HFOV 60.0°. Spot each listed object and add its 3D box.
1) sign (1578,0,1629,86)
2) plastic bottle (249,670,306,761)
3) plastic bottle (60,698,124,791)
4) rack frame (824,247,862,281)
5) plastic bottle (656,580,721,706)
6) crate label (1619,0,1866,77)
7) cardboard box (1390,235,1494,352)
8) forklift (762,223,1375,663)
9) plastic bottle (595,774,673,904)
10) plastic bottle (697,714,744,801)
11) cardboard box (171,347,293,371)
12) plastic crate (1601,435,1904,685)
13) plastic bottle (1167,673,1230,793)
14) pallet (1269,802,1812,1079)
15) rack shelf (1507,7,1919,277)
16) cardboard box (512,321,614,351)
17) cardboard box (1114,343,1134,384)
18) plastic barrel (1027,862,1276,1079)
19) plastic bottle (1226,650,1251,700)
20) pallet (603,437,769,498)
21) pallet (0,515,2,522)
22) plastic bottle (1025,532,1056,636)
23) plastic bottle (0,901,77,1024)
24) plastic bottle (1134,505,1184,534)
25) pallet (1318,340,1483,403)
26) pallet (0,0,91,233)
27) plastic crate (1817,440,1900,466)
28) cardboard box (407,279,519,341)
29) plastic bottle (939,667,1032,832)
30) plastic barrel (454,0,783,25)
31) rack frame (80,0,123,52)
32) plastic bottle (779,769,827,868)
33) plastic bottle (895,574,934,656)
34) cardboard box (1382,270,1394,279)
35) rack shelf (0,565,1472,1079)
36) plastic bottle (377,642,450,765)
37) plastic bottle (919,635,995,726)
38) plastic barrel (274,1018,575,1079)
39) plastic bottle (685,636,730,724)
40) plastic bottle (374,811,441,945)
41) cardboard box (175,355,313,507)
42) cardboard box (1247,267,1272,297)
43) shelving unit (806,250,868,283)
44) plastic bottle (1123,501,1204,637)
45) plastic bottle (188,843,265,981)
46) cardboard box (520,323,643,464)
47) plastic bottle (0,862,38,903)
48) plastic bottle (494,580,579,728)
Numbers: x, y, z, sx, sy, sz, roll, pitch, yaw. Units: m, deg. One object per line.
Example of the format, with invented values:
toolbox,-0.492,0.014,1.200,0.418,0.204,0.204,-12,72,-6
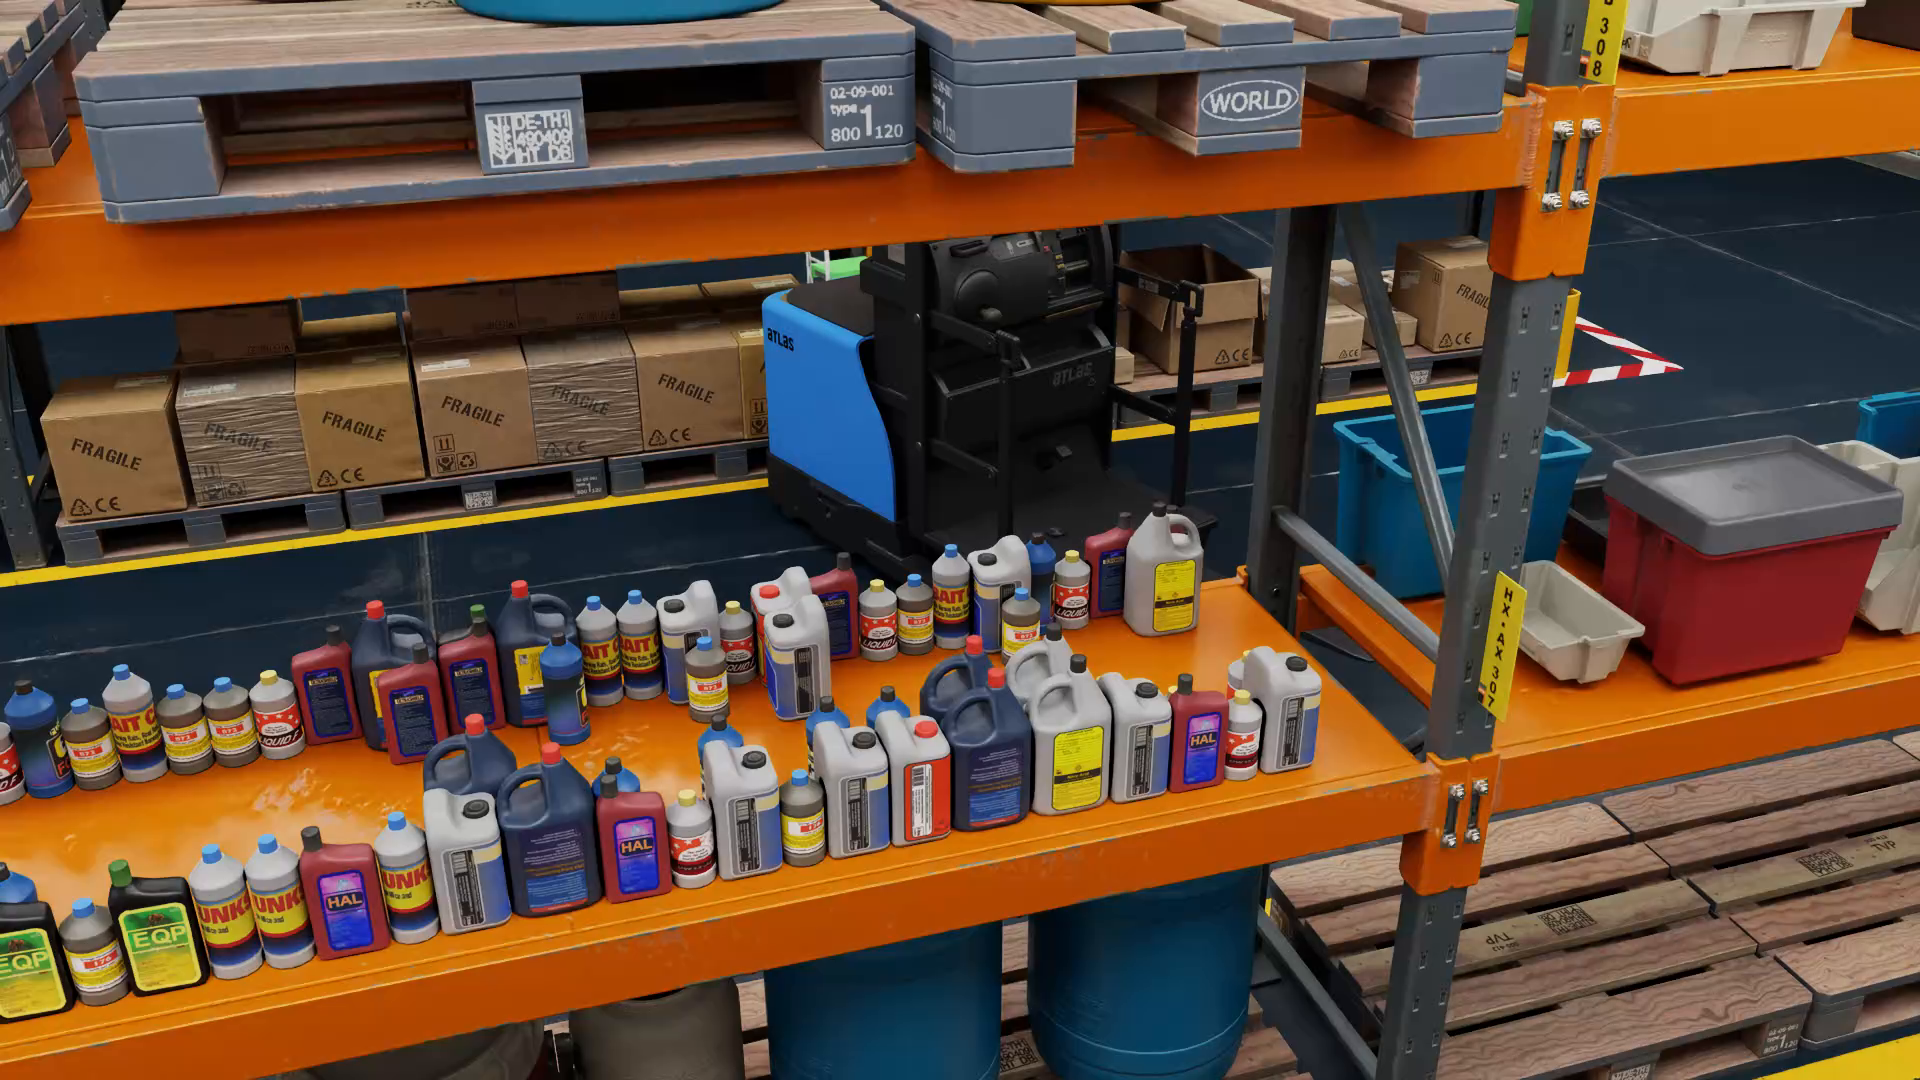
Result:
sign,1.171,-0.991,2.990,0.005,0.325,0.100,-8,28,-16
plastic bottle,-1.566,0.393,3.808,0.097,0.201,0.097,0,26,0
plastic bottle,-1.936,0.447,3.700,0.097,0.201,0.097,0,26,0
rack frame,-0.528,-1.971,8.348,0.127,3.000,1.000,-8,28,-16
plastic bottle,-0.657,0.241,4.030,0.135,0.276,0.152,-8,28,-16
crate label,1.557,-1.047,3.409,0.466,0.136,0.293,-8,28,-16
cardboard box,2.835,-1.421,9.554,0.500,0.500,0.500,-8,28,-16
forklift,0.396,-1.096,6.661,1.130,2.935,3.031,-20,33,-34
plastic bottle,-0.653,0.588,3.323,0.133,0.283,0.061,-8,28,-16
plastic bottle,-0.504,0.492,3.530,0.097,0.271,0.097,0,26,0
cardboard box,-3.515,-0.726,8.155,0.500,0.500,0.500,-7,27,-14
plastic crate,1.929,0.051,4.134,0.583,0.464,0.402,-8,28,-16
plastic bottle,0.522,0.418,3.666,0.133,0.283,0.061,-8,28,-16
pallet,1.690,1.255,4.985,1.213,0.211,1.003,-8,28,-16
rack shelf,2.904,-1.173,4.176,4.000,0.370,1.077,-8,28,-16
cardboard box,-2.044,-0.941,8.589,0.500,0.500,0.500,-8,27,-15
cardboard box,0.758,-0.989,9.060,0.250,0.166,0.380,-8,28,-16
plastic barrel,0.480,0.943,4.365,0.708,0.901,0.600,-8,28,-16
plastic bottle,0.672,0.353,3.888,0.097,0.201,0.097,0,26,0
pallet,-1.290,-0.594,8.710,1.213,0.211,1.003,-8,28,-16
pallet,-5.126,-0.075,7.663,1.213,0.211,1.003,-8,28,-16
plastic bottle,0.198,0.107,4.307,0.097,0.271,0.097,0,26,0
plastic bottle,-1.708,0.741,3.016,0.133,0.283,0.061,-8,28,-16
plastic bottle,0.522,0.046,4.415,0.133,0.283,0.061,-8,28,-16
pallet,2.446,-1.152,9.834,1.213,0.211,1.003,-8,28,-16
pallet,-2.043,-0.649,2.522,1.213,0.211,1.003,-8,28,-16
plastic crate,2.565,-0.152,4.912,0.466,0.136,0.293,-8,28,-16
cardboard box,-2.491,-1.214,8.295,0.500,0.250,0.500,-9,28,-17
plastic bottle,0.054,0.436,3.554,0.185,0.351,0.144,-8,28,-16
plastic barrel,-0.573,-1.333,2.652,0.708,0.901,0.600,-8,28,-16
rack frame,-5.869,-3.514,11.456,0.127,3.000,1.000,-8,28,-16
plastic bottle,-0.329,0.569,3.453,0.097,0.201,0.097,0,26,0
plastic bottle,-0.115,0.183,4.231,0.097,0.201,0.097,0,26,0
cardboard box,2.771,-1.530,10.170,0.250,0.149,0.380,-8,28,-16
rack shelf,-0.899,0.721,3.733,4.000,0.370,1.077,-8,28,-16
plastic bottle,-1.241,0.369,3.765,0.133,0.283,0.061,-8,28,-16
plastic bottle,0.009,0.375,3.677,0.185,0.351,0.144,-8,28,-16
plastic barrel,-1.267,1.336,3.925,0.708,0.588,0.600,-8,28,-16
plastic bottle,-0.600,0.325,3.946,0.097,0.201,0.097,0,26,0
plastic bottle,-1.072,0.646,3.221,0.097,0.271,0.097,0,26,0
cardboard box,-3.314,-0.514,7.729,0.500,0.500,0.500,-9,28,-18
cardboard box,1.720,-1.395,9.784,0.500,0.250,0.500,-8,28,-16
shelving unit,-0.446,-0.894,8.181,0.503,1.200,0.258,-13,25,-26
plastic bottle,0.529,0.063,4.306,0.185,0.351,0.144,-8,28,-16
plastic bottle,-1.384,0.691,3.130,0.097,0.271,0.097,0,26,0
cardboard box,-1.858,-0.726,8.156,0.500,0.500,0.500,-8,27,-15
plastic bottle,-1.749,0.715,3.081,0.097,0.271,0.097,0,26,0
plastic bottle,-0.995,0.255,3.919,0.185,0.351,0.144,-8,28,-16
